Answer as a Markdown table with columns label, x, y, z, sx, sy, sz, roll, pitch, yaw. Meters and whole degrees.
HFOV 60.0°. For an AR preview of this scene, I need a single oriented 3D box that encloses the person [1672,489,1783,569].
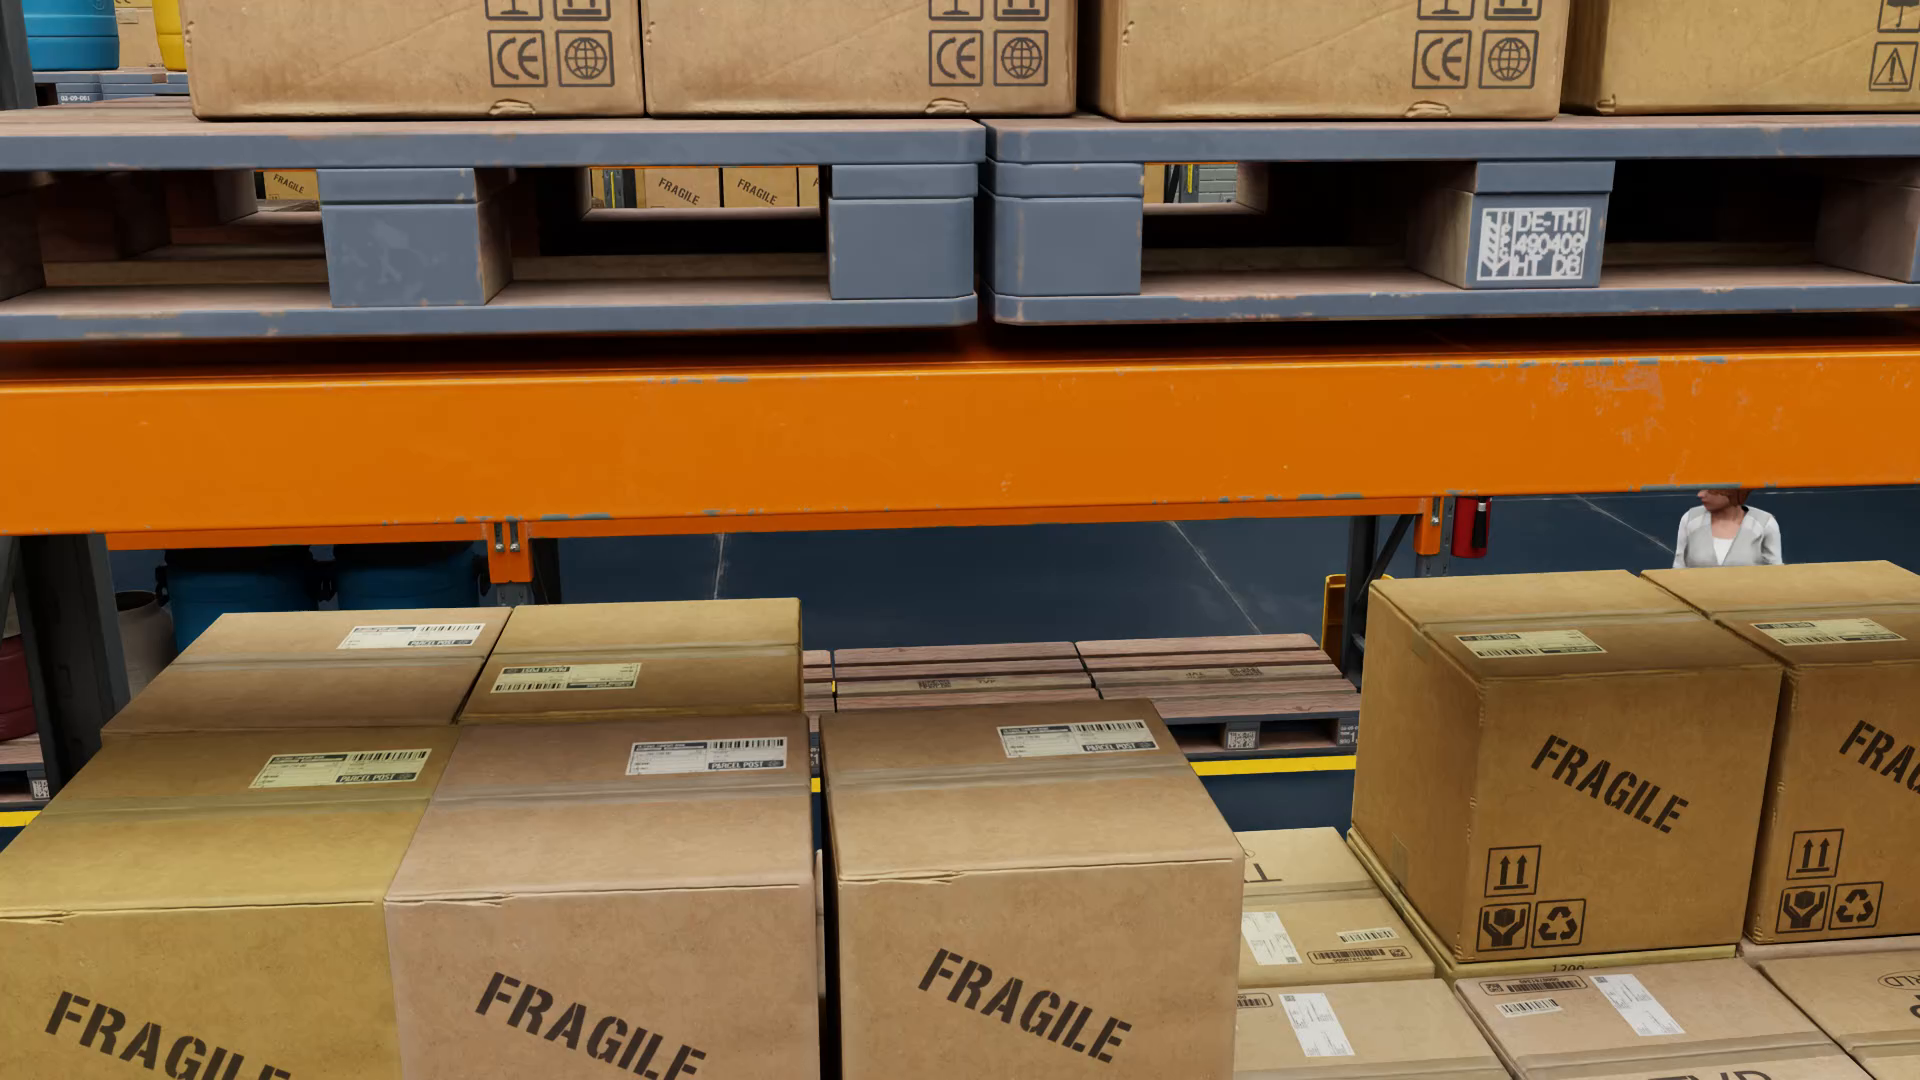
| label | x | y | z | sx | sy | sz | roll | pitch | yaw |
| --- | --- | --- | --- | --- | --- | --- | --- | --- | --- |
| person | 3.045 | 0.418 | 6.634 | 0.466 | 1.573 | 0.474 | 9 | 19 | 27 |
